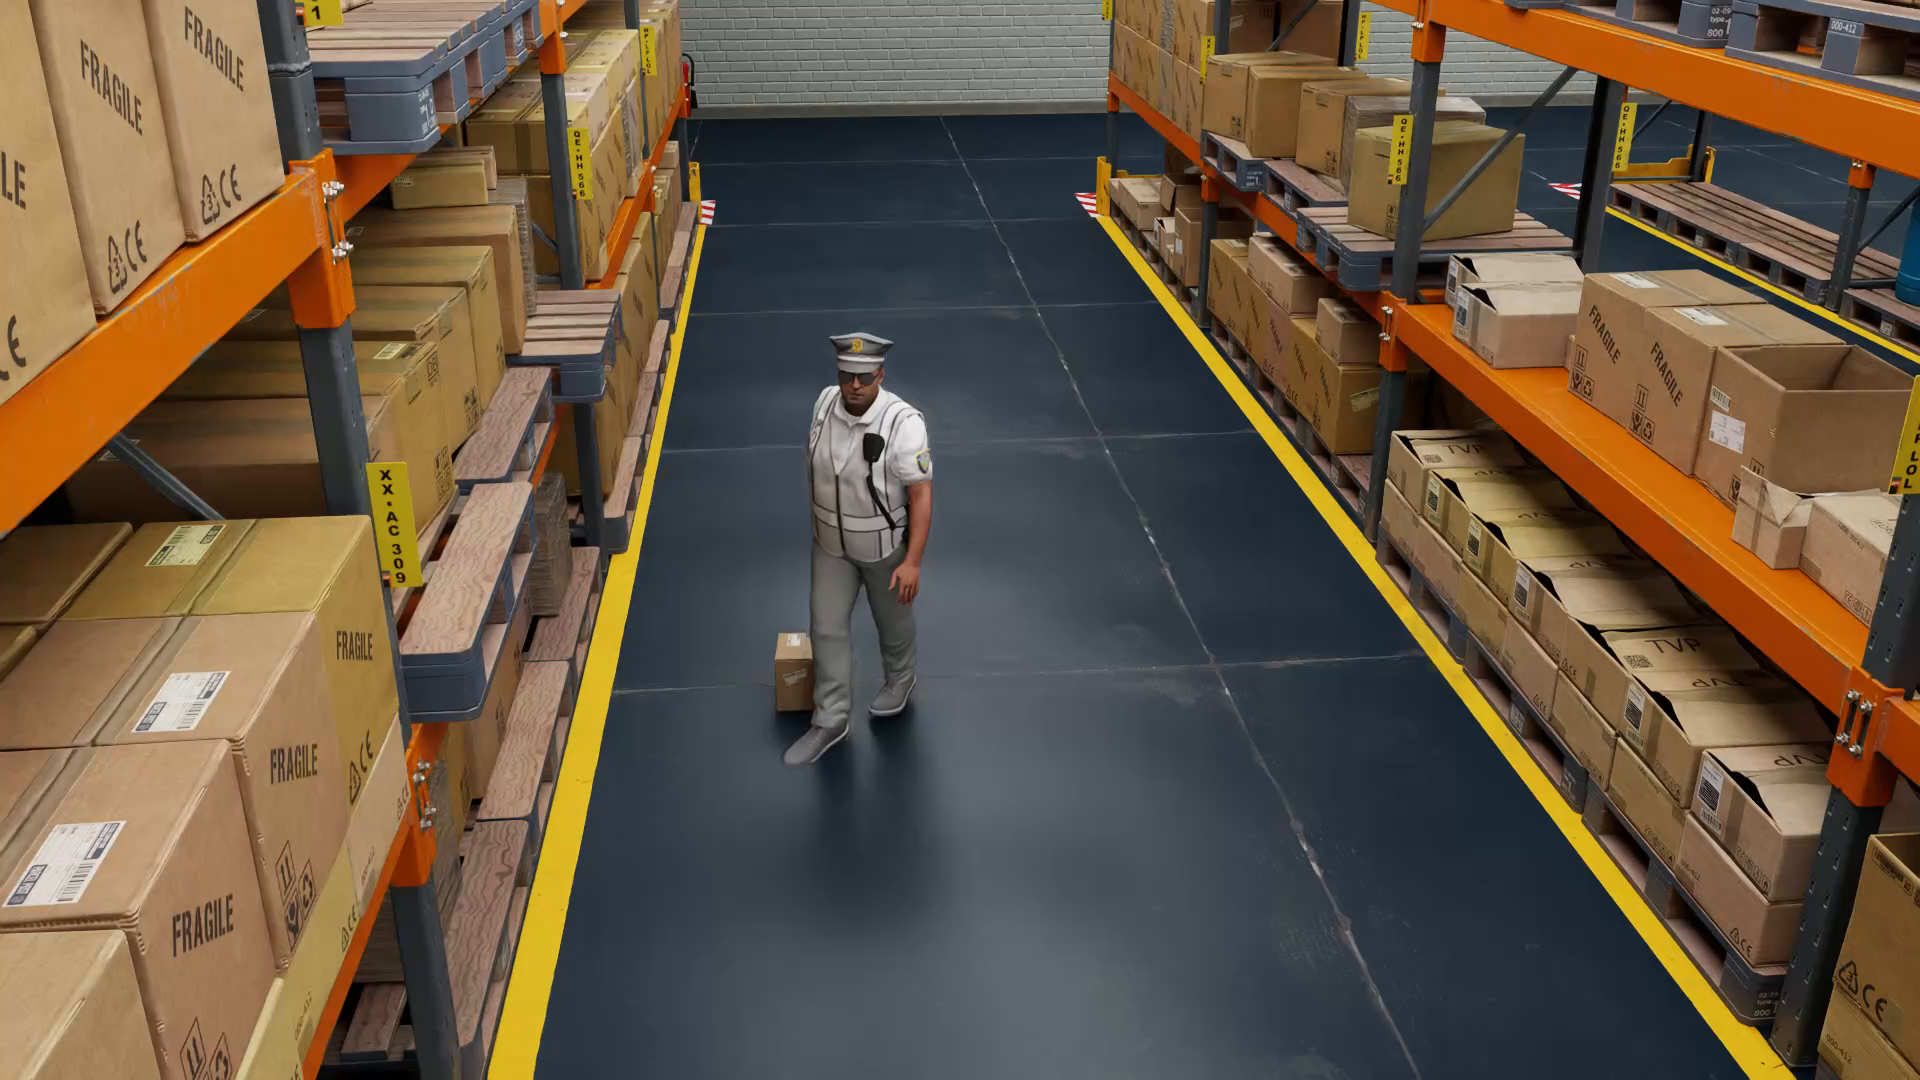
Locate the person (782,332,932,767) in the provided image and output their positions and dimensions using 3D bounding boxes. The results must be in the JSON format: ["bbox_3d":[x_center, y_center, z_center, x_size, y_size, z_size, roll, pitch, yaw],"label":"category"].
[{"bbox_3d":[-0.343,0.002,6.572,0.567,1.768,0.736,9,25,19],"label":"person"}]
